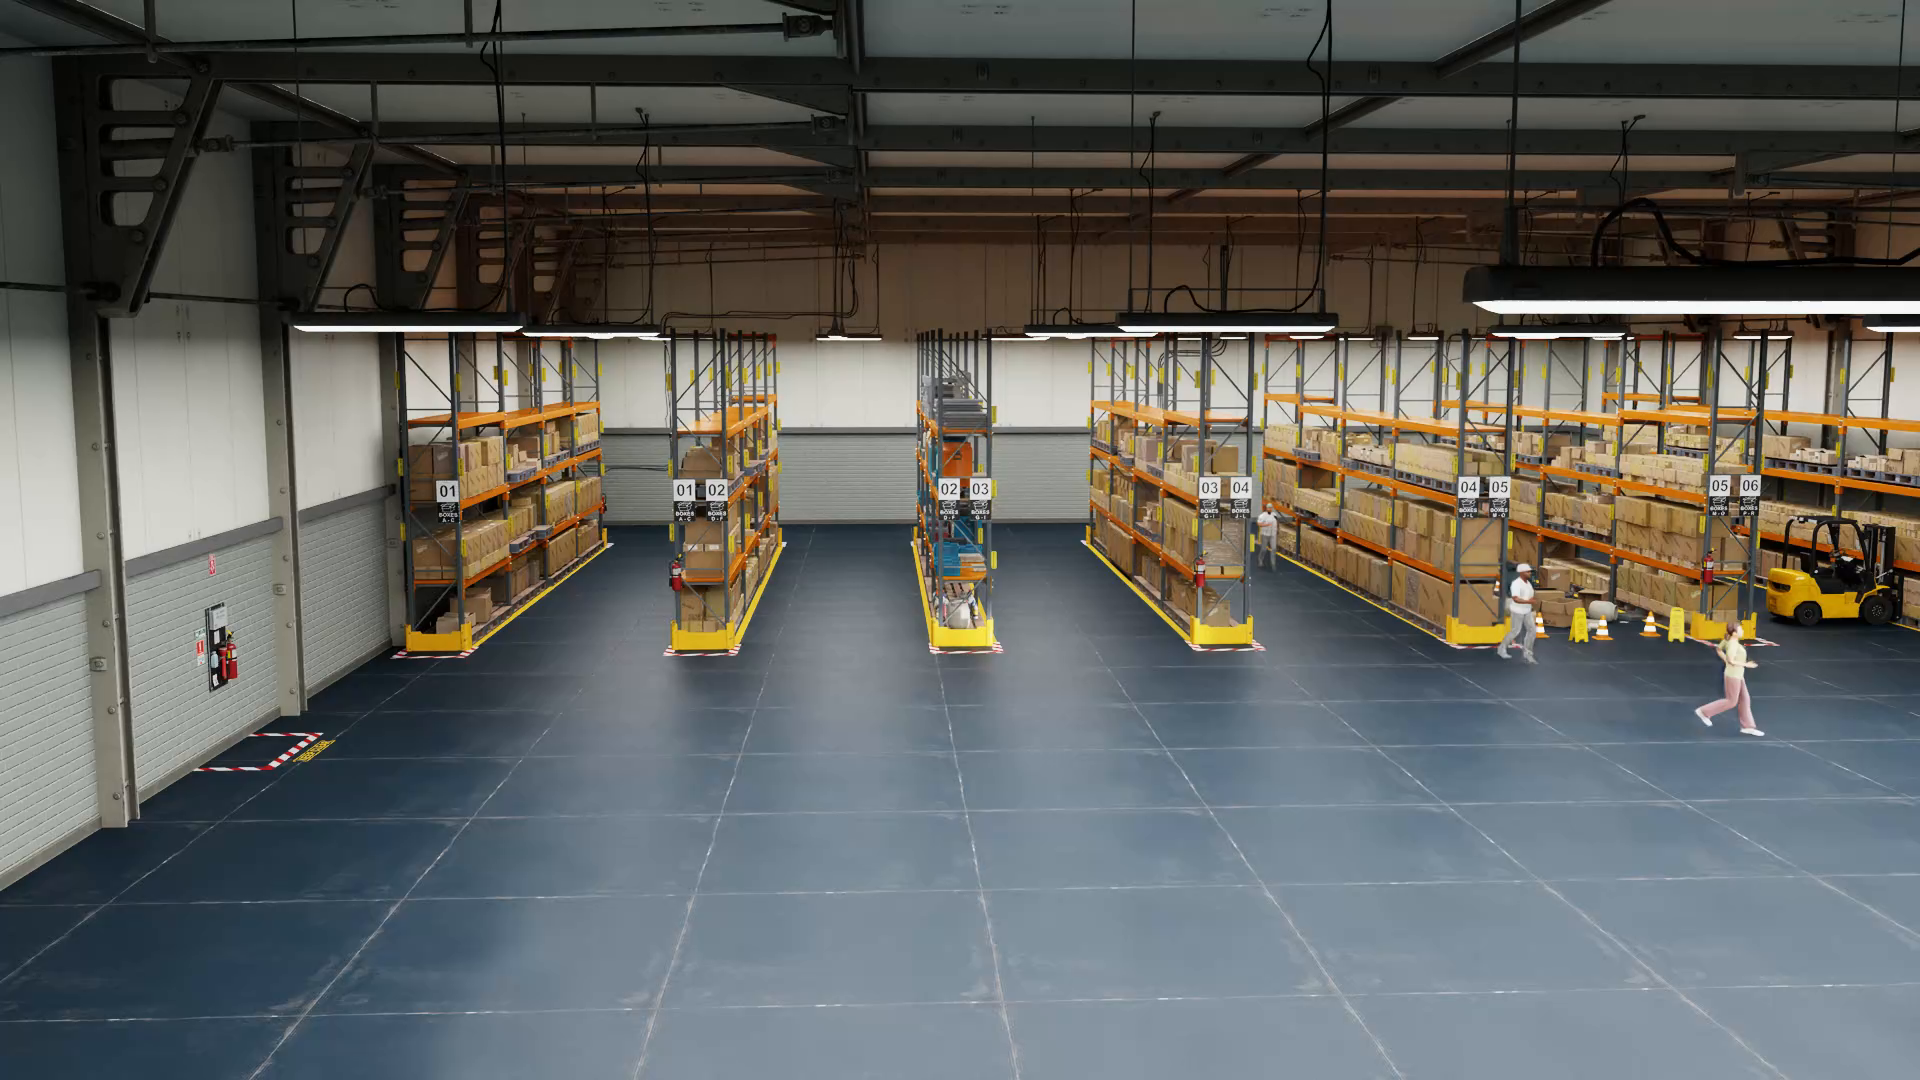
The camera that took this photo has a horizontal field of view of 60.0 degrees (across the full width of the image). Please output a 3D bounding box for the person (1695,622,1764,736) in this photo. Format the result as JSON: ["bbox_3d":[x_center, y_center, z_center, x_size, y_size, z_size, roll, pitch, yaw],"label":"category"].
[{"bbox_3d":[11.313,2.024,24.373,0.934,1.664,0.578,3,7,23],"label":"person"}]

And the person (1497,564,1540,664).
[{"bbox_3d":[10.100,1.330,29.950,0.717,1.838,0.775,-7,9,-44],"label":"person"}]

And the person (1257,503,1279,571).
[{"bbox_3d":[7.833,-0.100,42.301,0.632,1.695,0.870,-1,7,-8],"label":"person"}]

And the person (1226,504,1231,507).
[{"bbox_3d":[7.436,-0.494,46.438,0.739,1.550,0.982,1,7,6],"label":"person"}]
